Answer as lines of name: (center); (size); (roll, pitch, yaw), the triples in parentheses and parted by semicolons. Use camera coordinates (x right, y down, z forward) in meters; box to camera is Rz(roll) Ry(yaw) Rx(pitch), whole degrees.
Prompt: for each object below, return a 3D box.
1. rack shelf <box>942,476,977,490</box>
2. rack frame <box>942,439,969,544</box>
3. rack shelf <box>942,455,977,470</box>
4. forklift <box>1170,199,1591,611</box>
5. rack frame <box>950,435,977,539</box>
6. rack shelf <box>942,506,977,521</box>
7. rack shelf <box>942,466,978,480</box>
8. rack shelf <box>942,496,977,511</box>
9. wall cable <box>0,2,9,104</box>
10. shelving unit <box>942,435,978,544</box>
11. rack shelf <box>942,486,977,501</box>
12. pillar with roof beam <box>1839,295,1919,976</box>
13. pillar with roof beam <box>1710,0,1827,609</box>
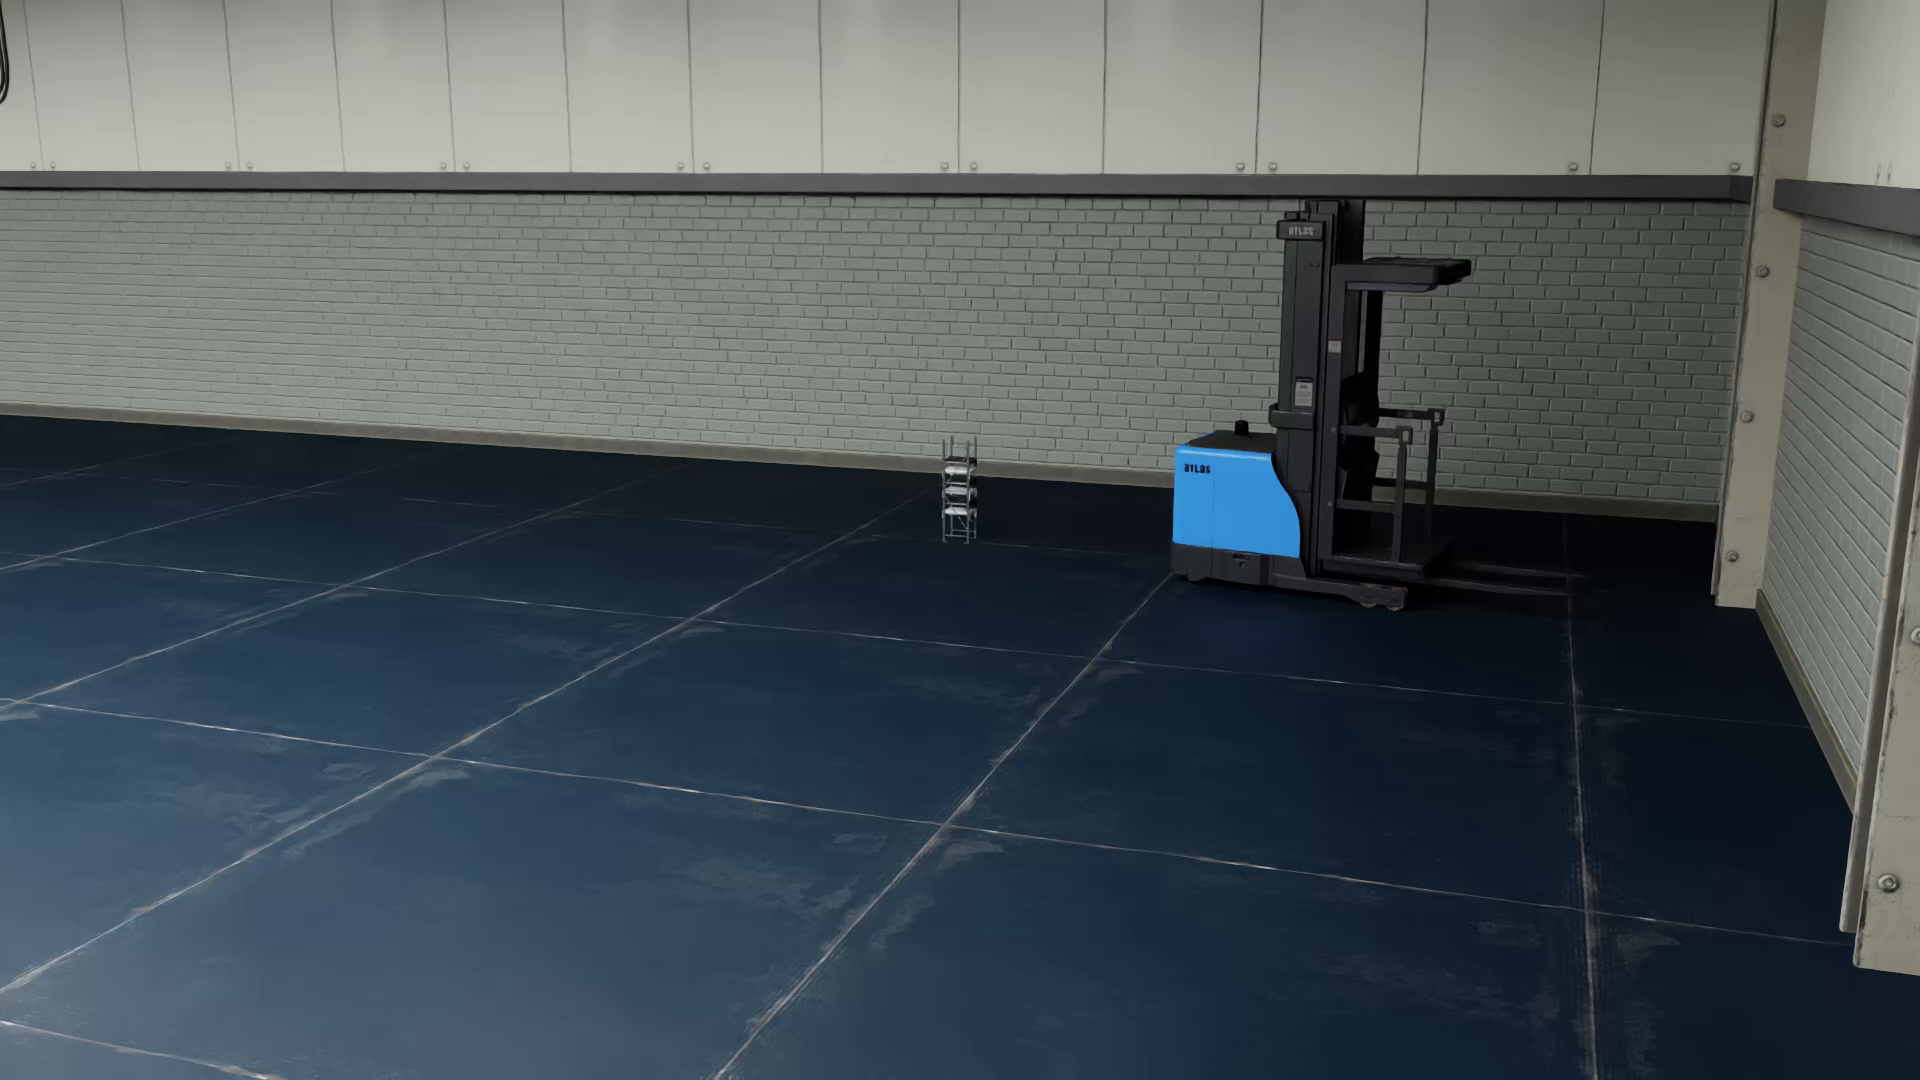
rack shelf: (-0.003, -0.492, 14.368); (0.258, 0.077, 0.200); (4, 14, 18)
rack frame: (-0.036, -0.416, 14.287); (0.240, 0.900, 0.006); (4, 14, 18)
rack shelf: (-0.003, -0.668, 14.328); (0.258, 0.077, 0.200); (4, 14, 18)
forklift: (3.194, -1.045, 12.479); (3.031, 2.935, 1.130); (7, 15, 28)
rack frame: (0.030, -0.458, 14.474); (0.240, 0.900, 0.006); (4, 14, 18)
rack shelf: (-0.003, -0.229, 14.428); (0.258, 0.077, 0.200); (4, 14, 18)
rack shelf: (-0.003, -0.580, 14.348); (0.258, 0.077, 0.200); (4, 14, 18)
rack shelf: (-0.003, -0.317, 14.408); (0.258, 0.077, 0.200); (4, 14, 18)
wall cable: (-12.802, -7.695, 20.337); (2.305, 6.003, 0.169); (4, 14, 18)
shelving unit: (-0.003, -0.437, 14.380); (0.258, 0.900, 0.210); (4, 14, 18)
rack shelf: (-0.003, -0.405, 14.388); (0.258, 0.077, 0.200); (4, 14, 18)
pillar with roof beam: (-0.194, -2.978, 7.311); (9.100, 9.000, 0.400); (4, 14, 18)
pillar with roof beam: (1.748, -4.241, 12.846); (9.100, 9.000, 0.400); (4, 14, 18)
